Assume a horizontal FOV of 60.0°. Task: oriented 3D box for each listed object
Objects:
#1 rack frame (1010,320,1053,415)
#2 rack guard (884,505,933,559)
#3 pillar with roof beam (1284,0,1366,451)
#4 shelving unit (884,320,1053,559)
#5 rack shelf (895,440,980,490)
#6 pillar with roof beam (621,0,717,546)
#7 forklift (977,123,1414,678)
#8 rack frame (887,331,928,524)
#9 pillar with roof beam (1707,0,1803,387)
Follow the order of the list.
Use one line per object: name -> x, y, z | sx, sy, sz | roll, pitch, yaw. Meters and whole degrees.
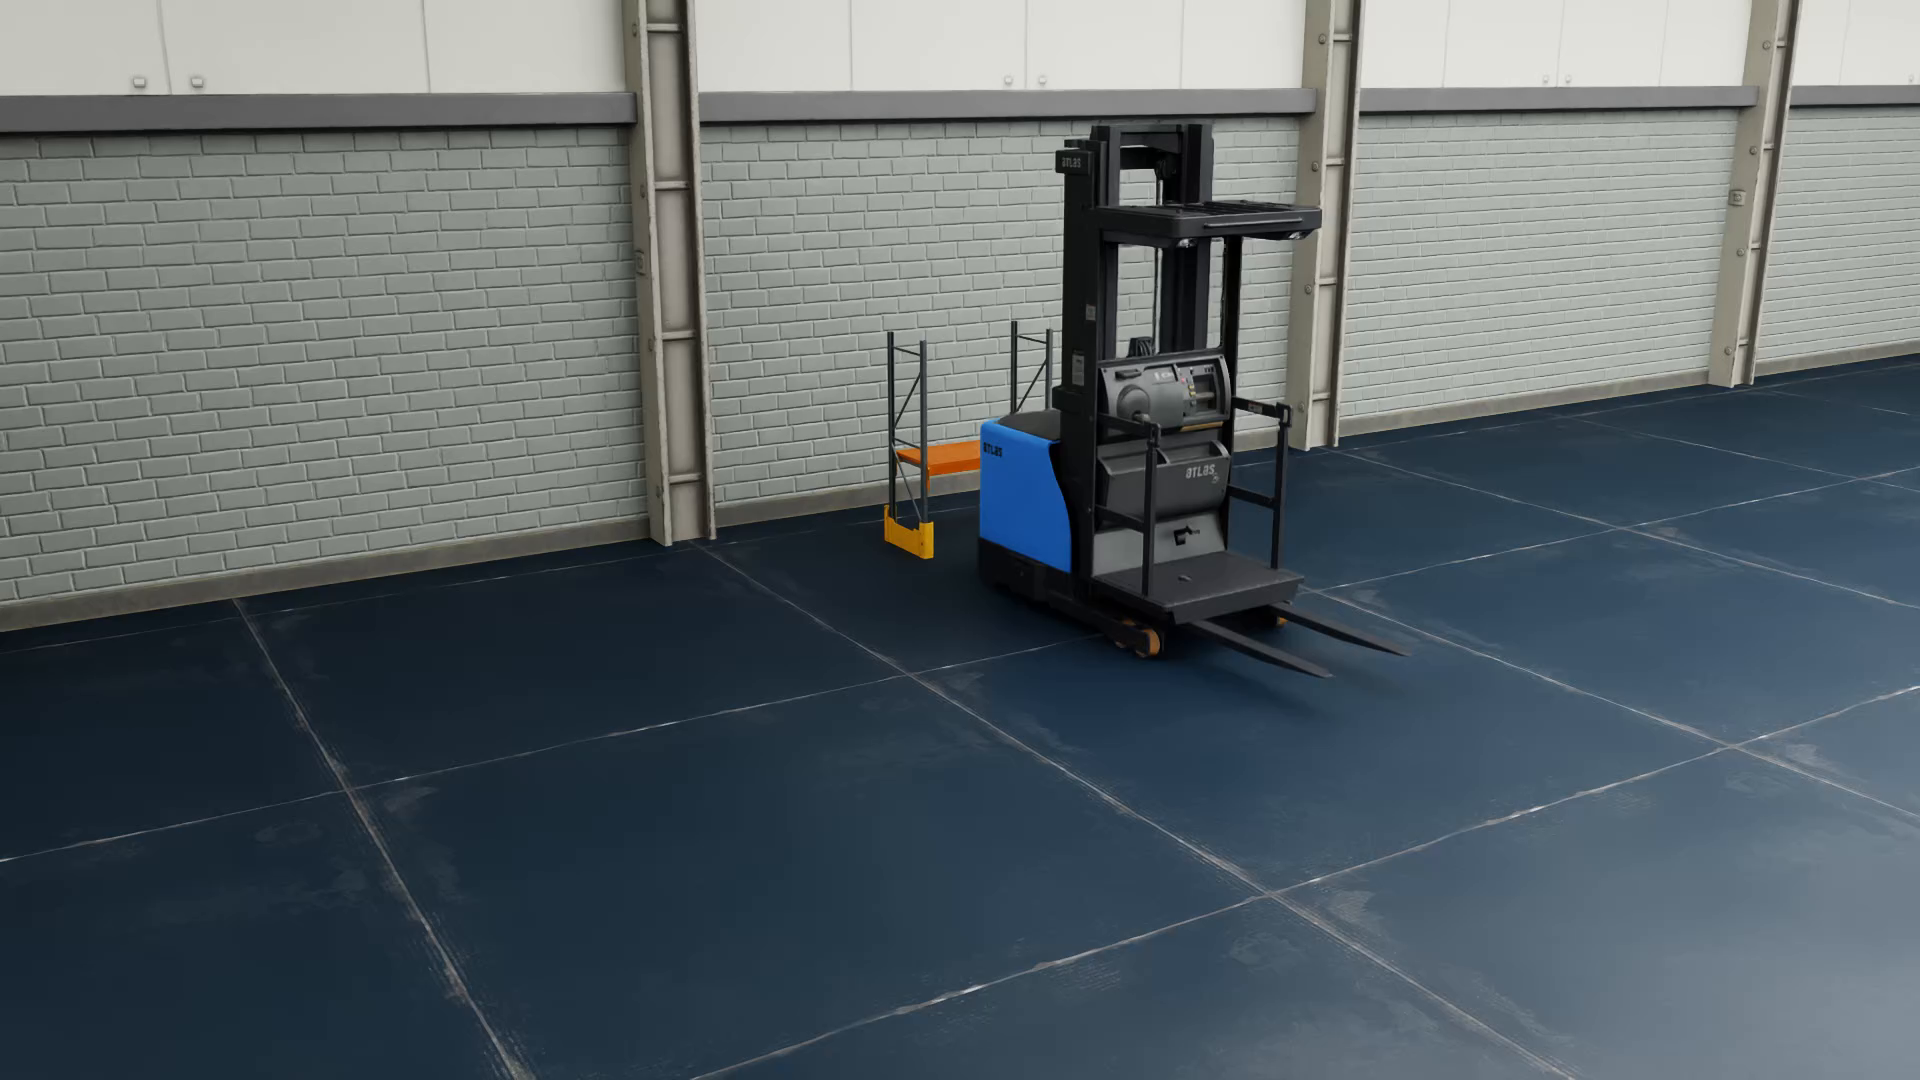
rack frame -> 0.509, -0.805, 12.002 | 0.032, 1.500, 0.500 | -9, 18, -30
rack guard -> -0.362, -0.062, 11.667 | 0.087, 0.250, 0.587 | -9, 18, -30
pillar with roof beam -> 5.365, -4.189, 10.181 | 0.400, 9.000, 9.100 | -9, 18, -30
shelving unit -> 0.065, -0.733, 11.745 | 1.083, 1.500, 0.587 | -9, 18, -30
rack shelf -> 0.073, -0.561, 11.798 | 1.000, 0.185, 0.538 | -9, 18, -30
pillar with roof beam -> 0.222, -3.355, 7.206 | 0.400, 9.000, 9.100 | -9, 18, -30
forklift -> 1.335, -0.882, 9.627 | 1.130, 2.935, 3.031 | -10, 18, -31
rack frame -> -0.363, -0.663, 11.498 | 0.032, 1.500, 0.500 | -9, 18, -30
pillar with roof beam -> 10.508, -5.023, 13.157 | 0.400, 9.000, 9.100 | -9, 18, -30
